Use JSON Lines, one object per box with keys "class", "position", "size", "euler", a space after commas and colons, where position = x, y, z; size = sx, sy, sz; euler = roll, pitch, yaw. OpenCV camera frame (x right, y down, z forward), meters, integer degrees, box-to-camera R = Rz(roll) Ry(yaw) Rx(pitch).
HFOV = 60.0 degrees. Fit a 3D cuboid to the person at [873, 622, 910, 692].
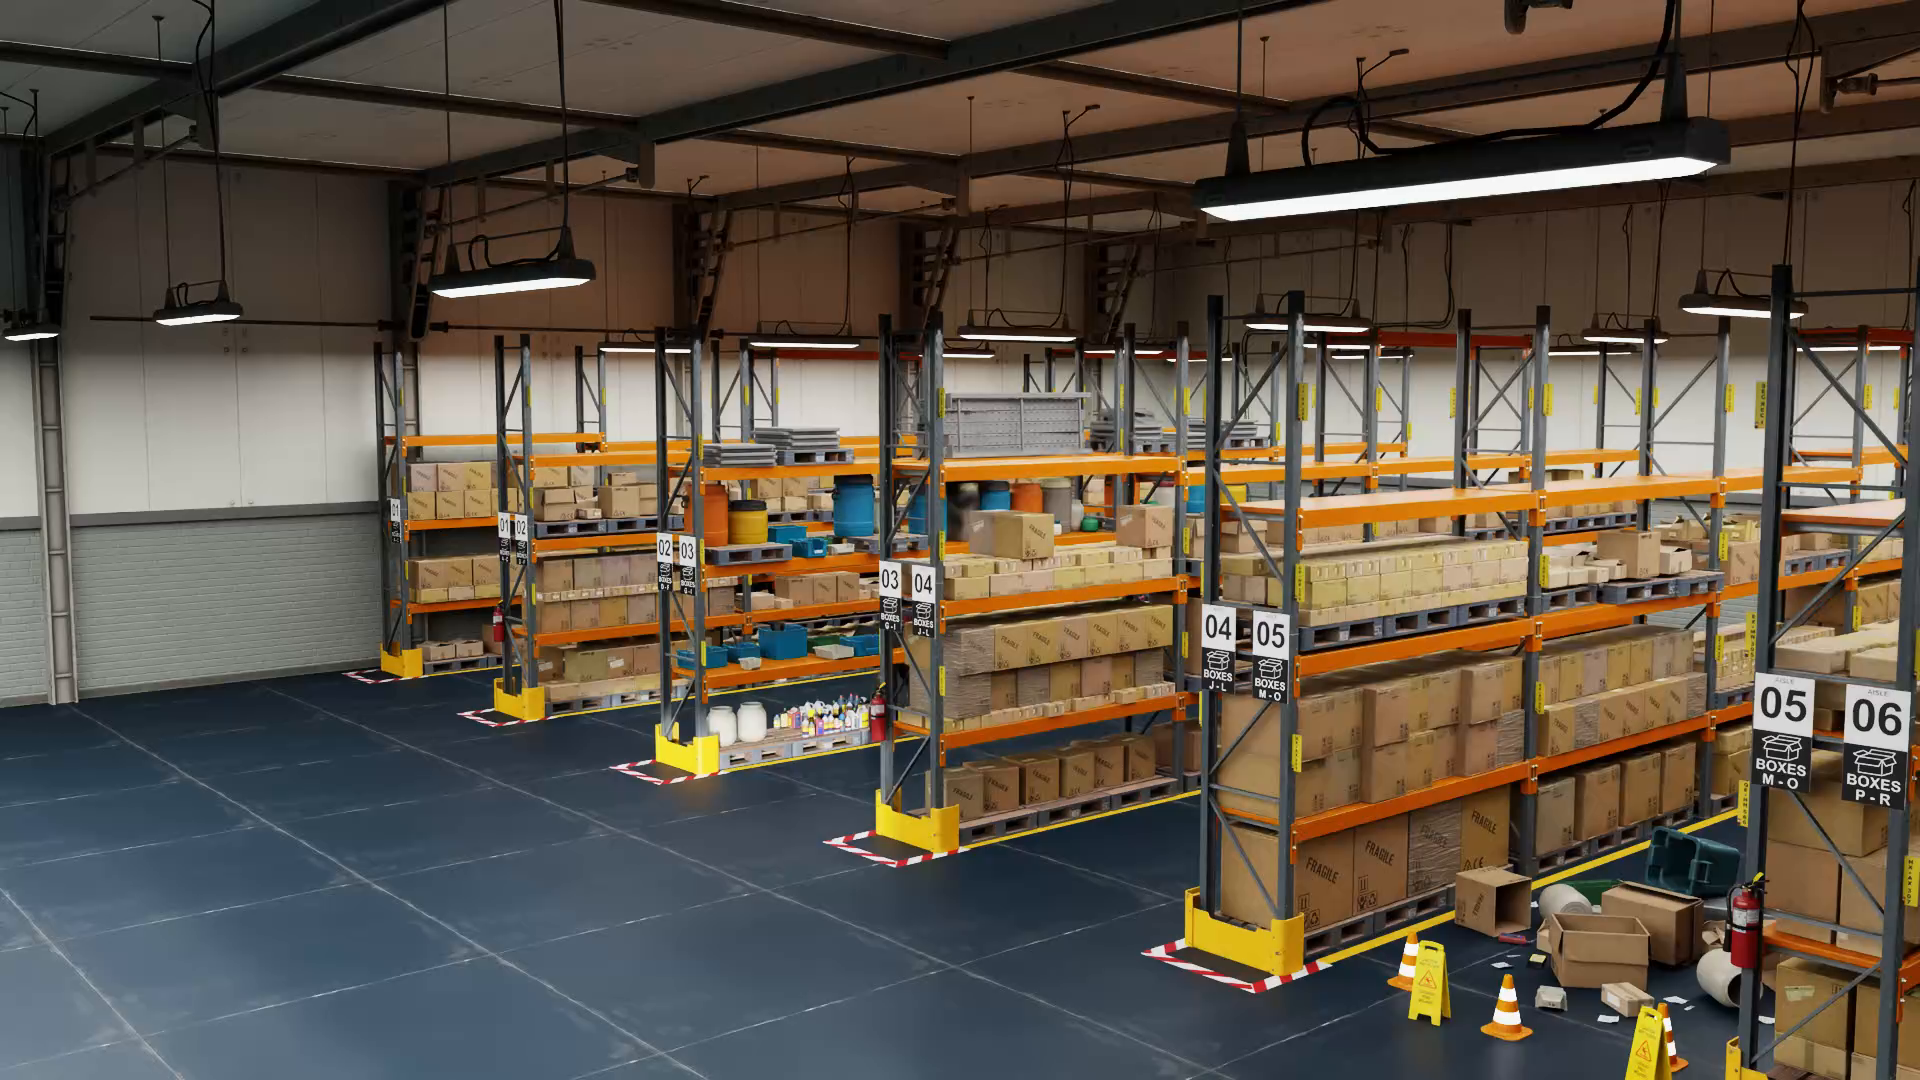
{"class": "person", "position": [-0.988, 1.911, 26.634], "size": [0.679, 1.669, 0.847], "euler": [3, 6, 32]}
